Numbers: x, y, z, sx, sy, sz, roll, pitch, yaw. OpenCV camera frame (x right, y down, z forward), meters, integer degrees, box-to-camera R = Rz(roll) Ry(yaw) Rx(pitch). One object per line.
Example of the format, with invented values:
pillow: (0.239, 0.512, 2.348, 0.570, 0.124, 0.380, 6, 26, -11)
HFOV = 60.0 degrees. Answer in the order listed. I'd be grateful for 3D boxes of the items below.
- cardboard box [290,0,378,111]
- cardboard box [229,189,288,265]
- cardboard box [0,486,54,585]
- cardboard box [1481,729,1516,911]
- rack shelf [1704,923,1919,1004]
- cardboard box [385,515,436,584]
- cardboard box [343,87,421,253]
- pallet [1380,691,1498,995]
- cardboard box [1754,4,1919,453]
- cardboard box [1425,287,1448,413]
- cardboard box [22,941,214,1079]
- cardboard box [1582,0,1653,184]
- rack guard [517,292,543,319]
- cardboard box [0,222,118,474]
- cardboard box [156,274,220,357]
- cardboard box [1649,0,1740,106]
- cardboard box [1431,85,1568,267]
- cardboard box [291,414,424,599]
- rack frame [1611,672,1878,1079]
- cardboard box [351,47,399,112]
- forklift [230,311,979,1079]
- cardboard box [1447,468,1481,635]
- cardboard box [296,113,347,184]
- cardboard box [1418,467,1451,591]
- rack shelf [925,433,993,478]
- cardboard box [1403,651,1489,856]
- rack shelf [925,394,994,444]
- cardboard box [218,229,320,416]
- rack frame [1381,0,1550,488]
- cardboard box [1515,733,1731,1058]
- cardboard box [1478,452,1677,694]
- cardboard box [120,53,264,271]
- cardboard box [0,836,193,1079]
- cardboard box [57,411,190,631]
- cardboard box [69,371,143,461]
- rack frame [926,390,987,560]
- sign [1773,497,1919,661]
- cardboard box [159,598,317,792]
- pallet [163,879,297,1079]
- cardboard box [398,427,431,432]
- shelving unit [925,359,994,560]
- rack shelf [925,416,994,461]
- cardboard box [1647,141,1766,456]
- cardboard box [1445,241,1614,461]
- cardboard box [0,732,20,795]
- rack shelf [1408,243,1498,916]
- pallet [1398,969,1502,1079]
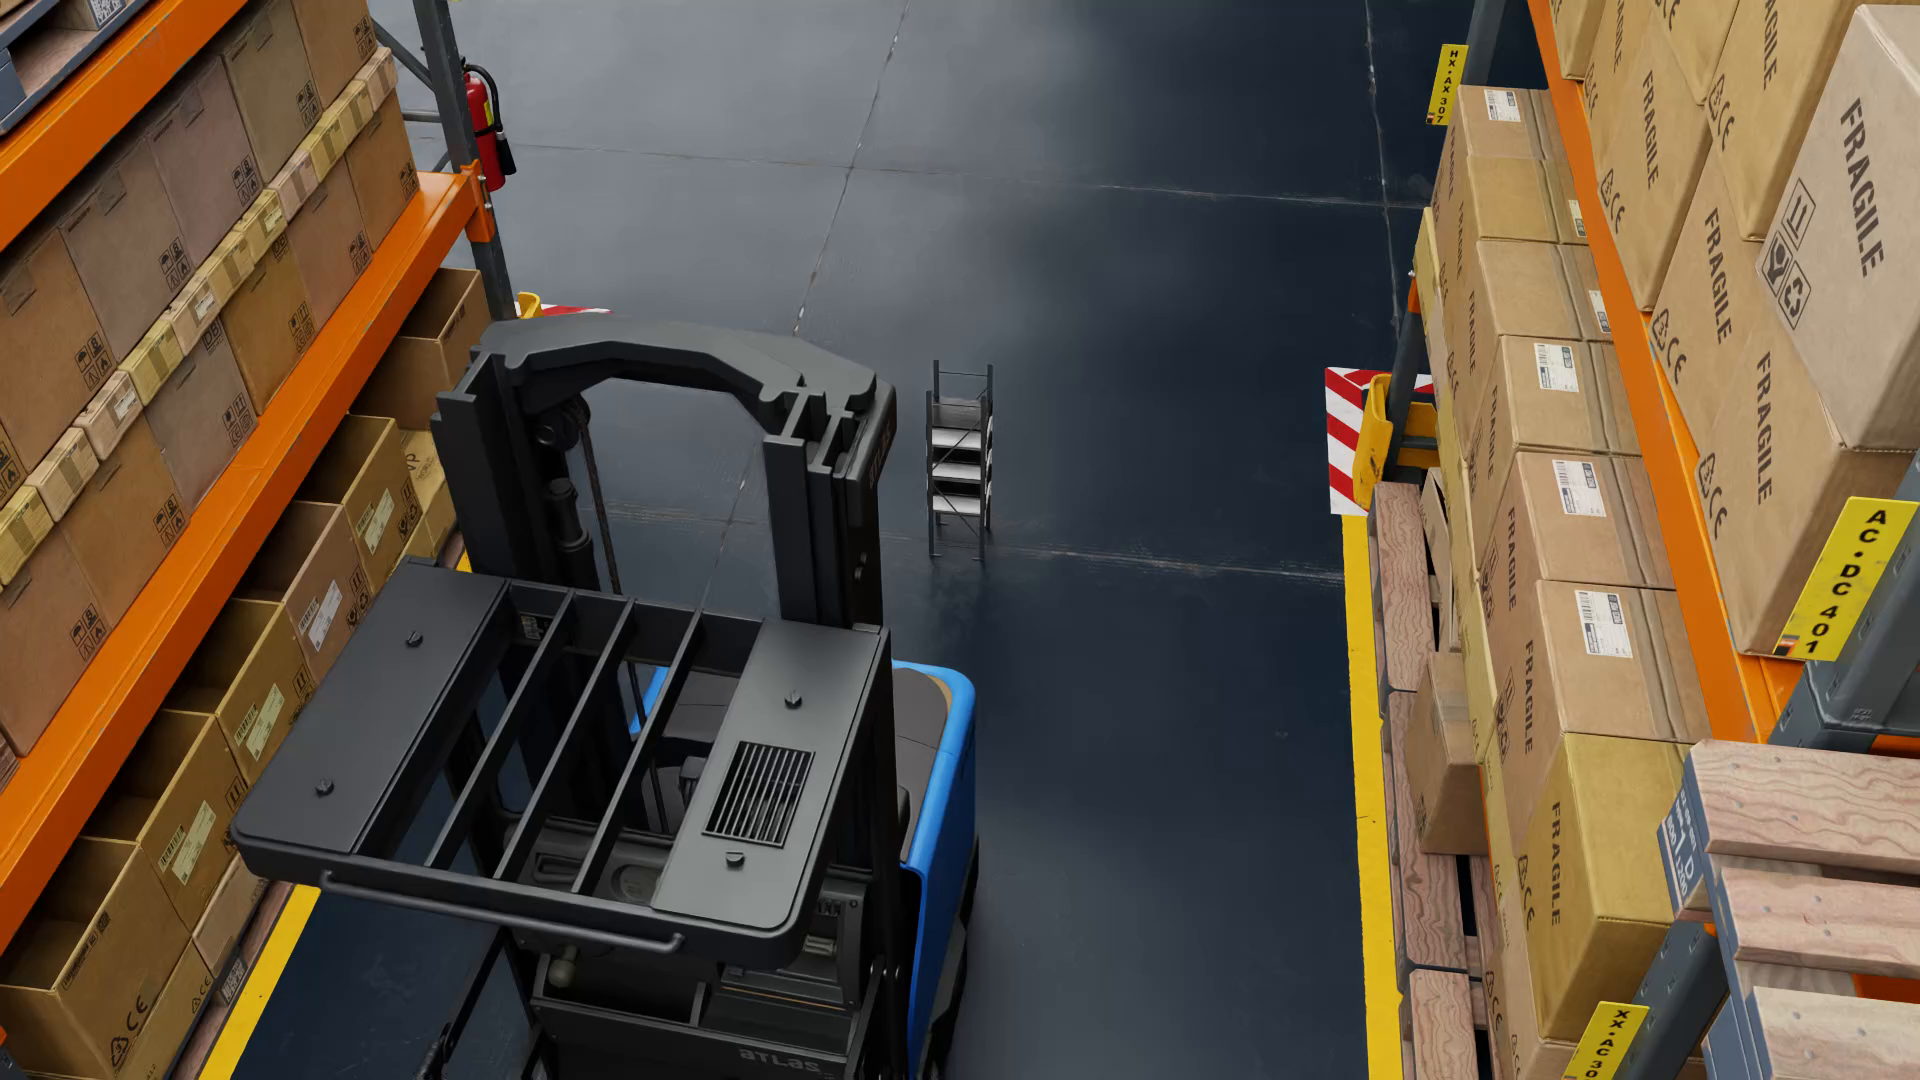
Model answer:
cardboard box: (-2.624, -1.944, 6.106, 0.700, 0.500, 0.500, 5, 44, 6)
cardboard box: (-2.541, -1.081, 5.666, 0.380, 0.149, 0.250, 6, 44, 7)
cardboard box: (-2.745, -0.027, 4.553, 0.380, 0.149, 0.250, 5, 44, 5)
cardboard box: (1.675, 0.742, 4.379, 0.500, 0.250, 0.500, 5, 44, 6)
rack shelf: (1.575, 1.919, 1.383, 1.077, 0.370, 4.000, 5, 44, 6)
cardboard box: (-2.439, 0.131, 6.624, 0.500, 0.250, 0.500, 5, 44, 6)
cardboard box: (-2.617, -1.509, 6.590, 0.700, 0.500, 0.500, 5, 44, 6)
pallet: (2.052, 1.102, 5.933, 1.003, 0.211, 1.213, 5, 44, 6)
cardboard box: (1.637, -0.478, 2.577, 0.500, 0.500, 0.500, 2, 43, 2)
cardboard box: (1.934, -0.636, 5.835, 0.500, 0.250, 0.500, 4, 44, 4)
cardboard box: (-2.710, 1.494, 5.185, 0.500, 0.250, 0.500, 5, 44, 6)
cardboard box: (1.855, -1.186, 4.052, 0.500, 0.500, 0.500, 8, 44, 8)
rack guard: (-2.539, -0.899, 7.836, 1.175, 0.500, 0.348, 5, 44, 6)
cardboard box: (-2.887, -0.560, 4.644, 0.700, 0.500, 0.500, 5, 44, 5)
cardboard box: (-2.607, -0.727, 5.291, 0.380, 0.149, 0.250, 5, 44, 5)
cardboard box: (1.757, -1.209, 3.350, 0.500, 0.500, 0.500, 4, 44, 4)
cardboard box: (2.007, -1.269, 5.958, 0.500, 0.500, 0.500, 5, 44, 6)
cardboard box: (-2.436, -0.141, 6.366, 0.500, 0.500, 0.500, 5, 44, 6)
rack frame: (1.839, 1.384, 3.607, 1.000, 3.000, 0.127, 5, 44, 6)
cardboard box: (-2.404, -1.784, 6.408, 0.380, 0.149, 0.250, 5, 44, 5)
forklift: (-0.735, 1.057, 4.002, 1.130, 2.935, 3.031, 8, 44, 8)
cardboard box: (1.792, 0.055, 5.105, 0.500, 0.250, 0.500, 6, 44, 6)
cardboard box: (-2.471, -1.431, 6.036, 0.380, 0.149, 0.250, 5, 44, 5)
cardboard box: (2.187, -0.062, 6.770, 0.500, 0.311, 0.500, 1, 43, 1)
rack shelf: (-0.001, -0.362, 6.896, 0.258, 0.077, 0.200, 5, 44, 6)
cardboard box: (1.965, 0.753, 5.771, 0.700, 0.500, 0.500, 3, 44, 3)
rack shelf: (-0.001, -0.493, 6.772, 0.258, 0.077, 0.200, 5, 44, 6)
cardboard box: (-2.753, -0.813, 5.854, 0.700, 0.500, 0.500, 6, 44, 6)
rack frame: (2.368, -1.342, 6.486, 1.000, 3.000, 0.127, 5, 44, 6)
cardboard box: (1.595, 0.808, 3.764, 0.500, 0.500, 0.500, 5, 44, 5)
cardboard box: (1.733, 0.125, 4.485, 0.500, 0.500, 0.500, 4, 44, 4)
cardboard box: (-2.754, -1.242, 5.364, 0.700, 0.500, 0.500, 5, 44, 6)
cardboard box: (-2.700, 1.222, 4.927, 0.500, 0.500, 0.500, 5, 44, 6)
cardboard box: (-2.886, -0.105, 5.106, 0.700, 0.500, 0.500, 6, 44, 6)
cardboard box: (-2.678, -0.380, 4.925, 0.380, 0.149, 0.250, 4, 44, 4)
rack frame: (-0.015, -0.252, 6.862, 0.240, 0.900, 0.006, 5, 44, 6)
sign: (1.300, 0.063, 2.444, 0.100, 0.325, 0.005, 5, 44, 6)
cardboard box: (-2.568, 0.541, 5.646, 0.500, 0.500, 0.500, 5, 44, 6)
pallet: (-2.925, 1.410, 5.607, 1.003, 0.211, 1.213, 5, 44, 6)
cardboard box: (-2.321, -0.552, 7.345, 0.500, 0.250, 0.500, 5, 44, 6)
shelving unit: (-0.001, -0.321, 6.935, 0.258, 0.900, 0.210, 5, 44, 6)
rack shelf: (-0.001, -0.428, 6.834, 0.258, 0.077, 0.200, 5, 44, 6)
cardboard box: (1.740, -0.459, 3.284, 0.500, 0.500, 0.500, 2, 43, 2)
cardboard box: (1.857, -0.582, 5.232, 0.500, 0.500, 0.500, 4, 44, 4)
cardboard box: (-3.019, 0.597, 4.365, 0.700, 0.500, 0.500, 4, 44, 4)
rack shelf: (2.104, 0.282, 5.294, 1.077, 0.370, 4.000, 5, 44, 6)
pallet: (1.893, 1.935, 5.052, 1.003, 0.211, 1.213, 5, 44, 6)
